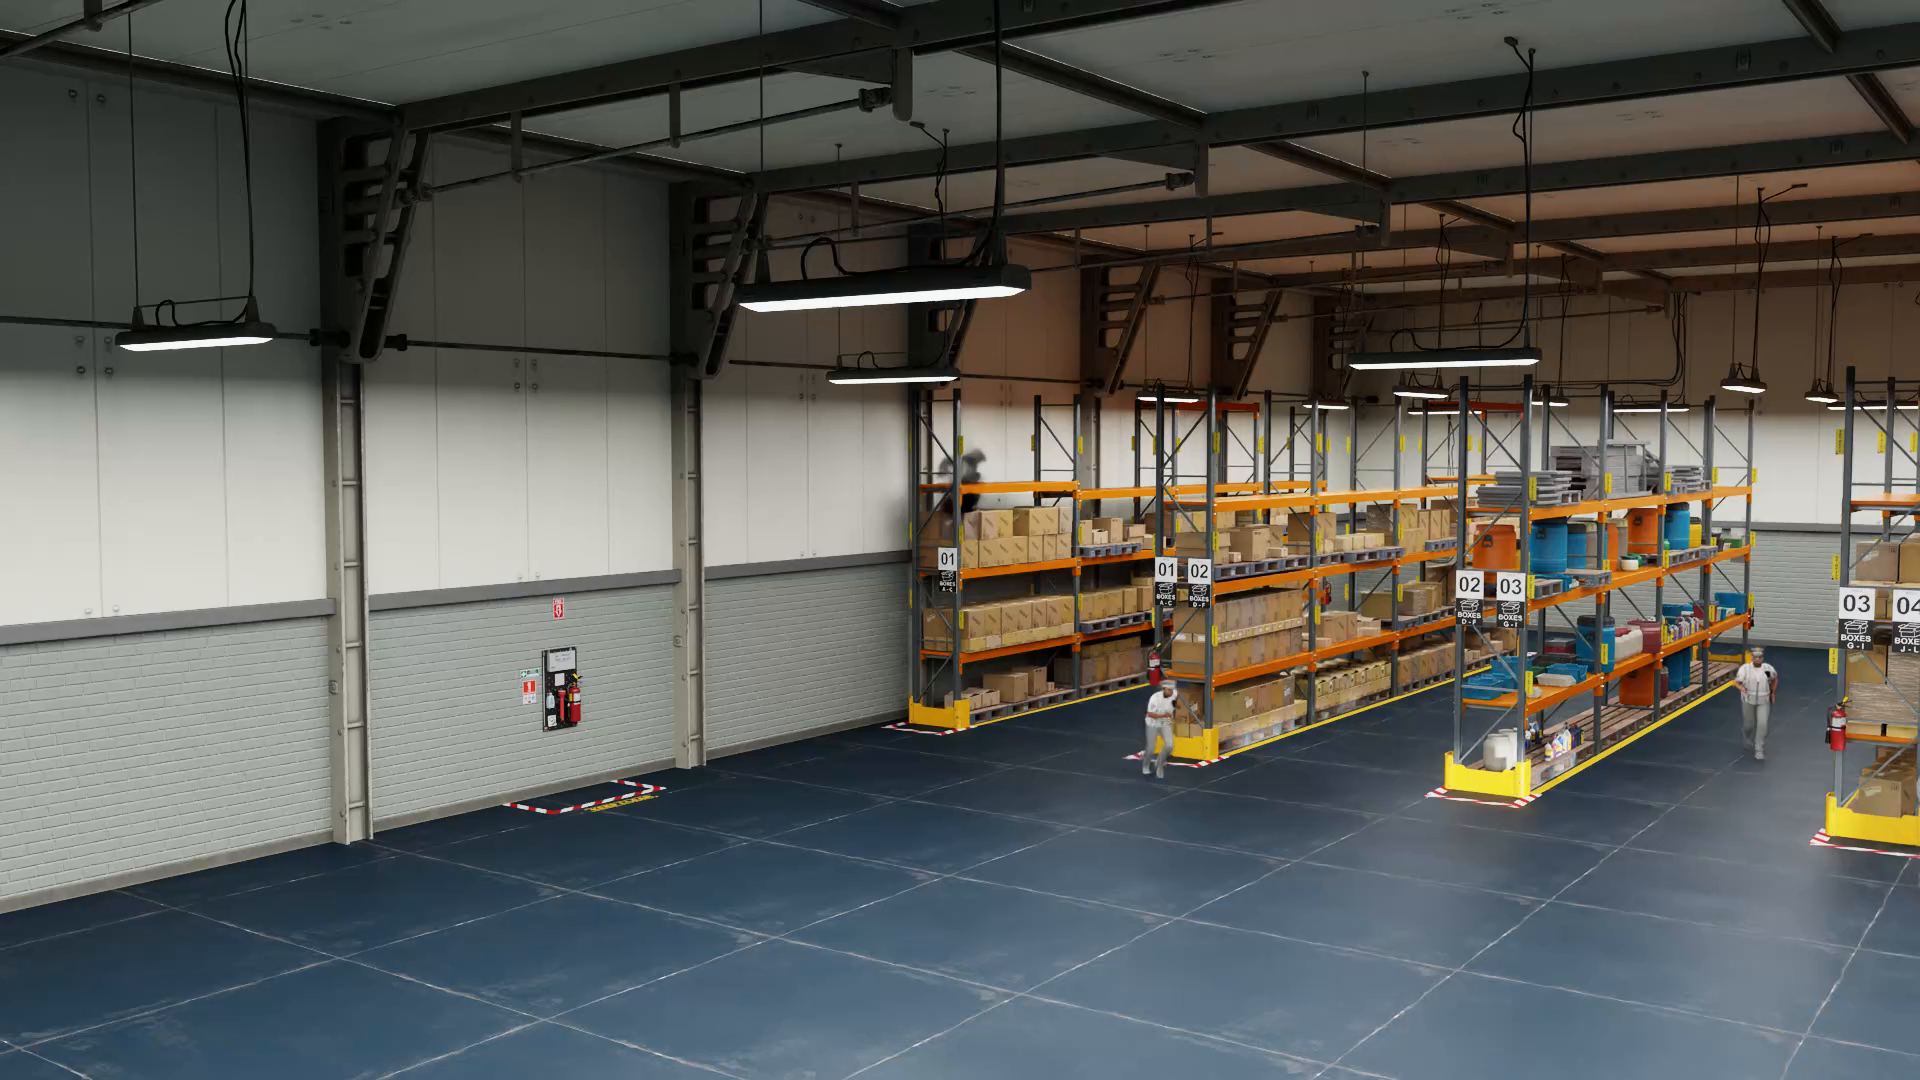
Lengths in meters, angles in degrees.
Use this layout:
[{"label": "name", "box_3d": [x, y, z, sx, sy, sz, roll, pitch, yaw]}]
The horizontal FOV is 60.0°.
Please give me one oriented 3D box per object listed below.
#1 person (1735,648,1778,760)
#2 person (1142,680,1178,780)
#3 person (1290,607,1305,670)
[{"label": "person", "box_3d": [12.831, 2.593, 26.805, 0.647, 1.768, 0.943, 1, 3, 21]}, {"label": "person", "box_3d": [3.019, 2.820, 24.927, 0.607, 1.545, 0.937, -1, 3, -21]}, {"label": "person", "box_3d": [6.980, 2.173, 34.289, 0.682, 1.766, 0.856, 2, 4, 28]}]
